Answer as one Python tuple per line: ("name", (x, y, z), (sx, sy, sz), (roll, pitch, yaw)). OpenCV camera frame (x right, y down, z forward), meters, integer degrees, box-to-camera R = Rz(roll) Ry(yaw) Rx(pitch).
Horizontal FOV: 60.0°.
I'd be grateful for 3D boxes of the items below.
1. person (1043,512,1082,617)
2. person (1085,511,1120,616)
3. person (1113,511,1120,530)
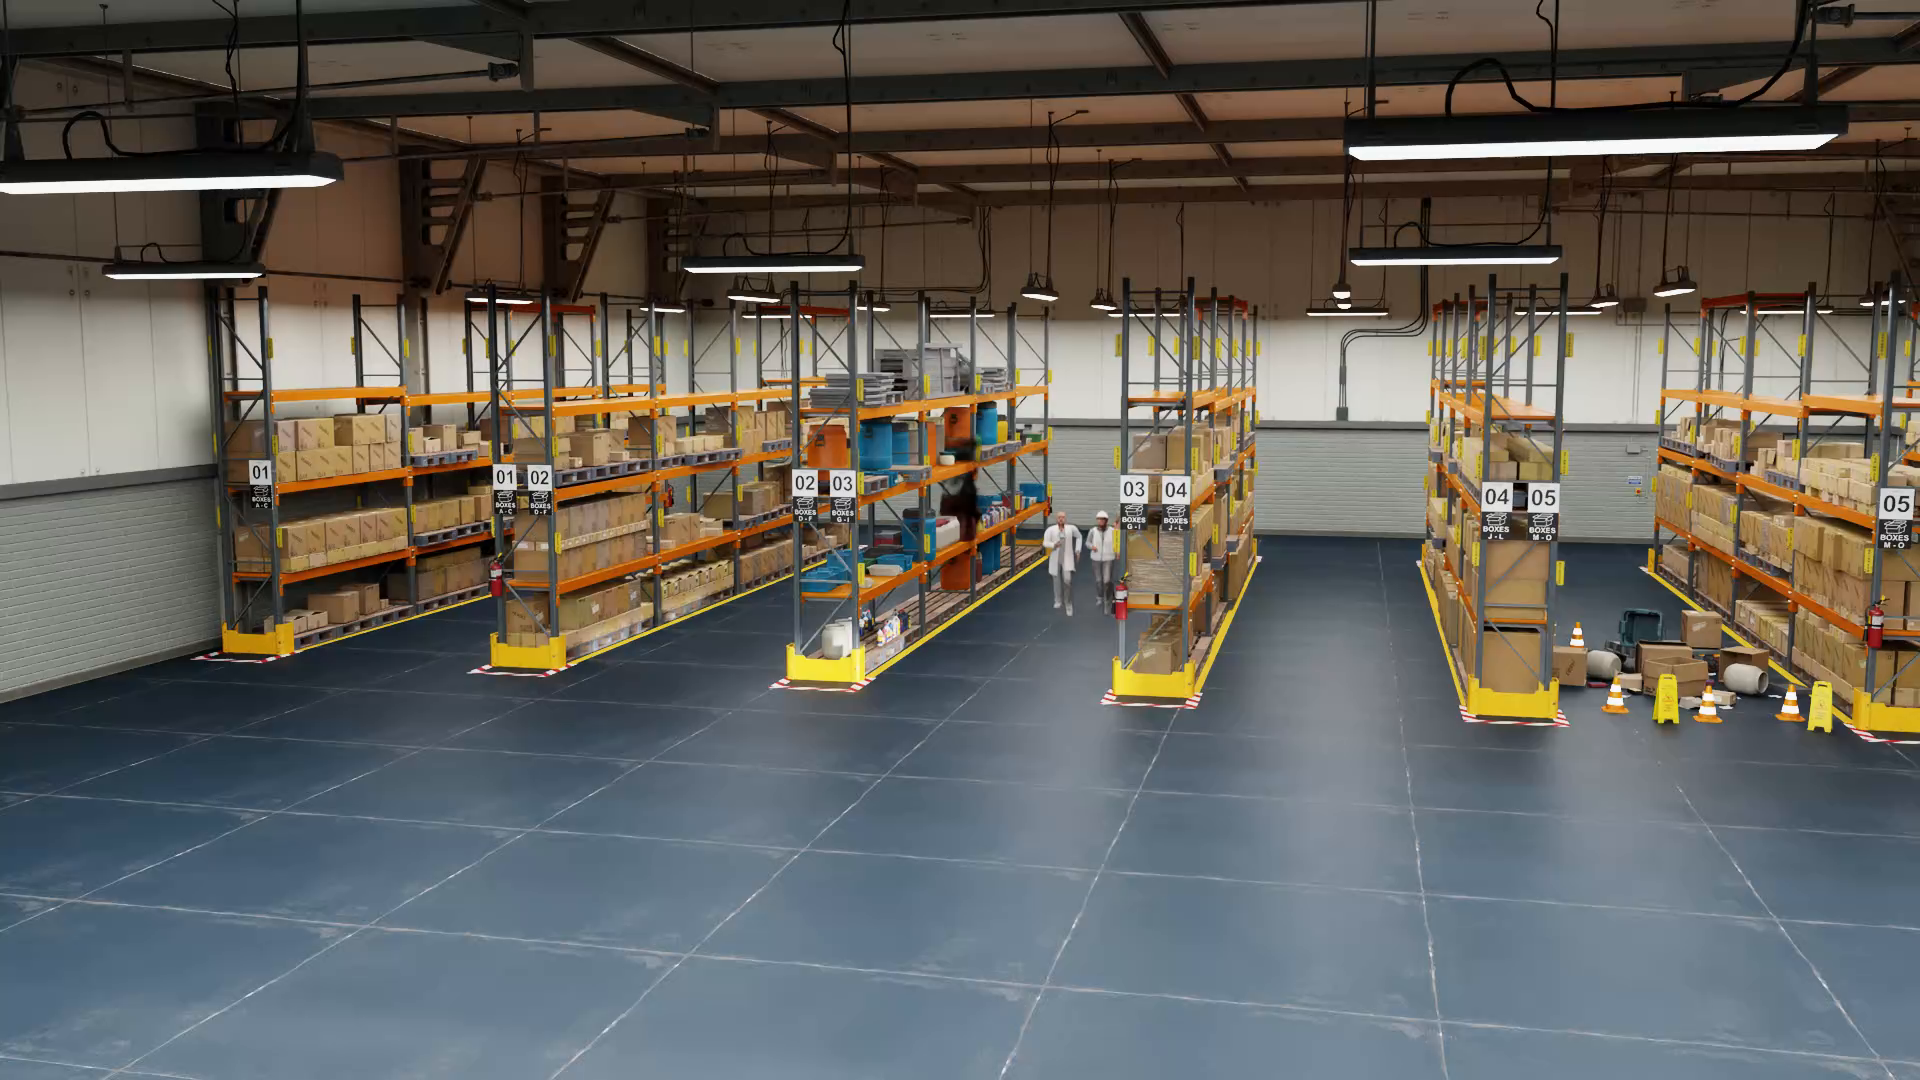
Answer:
("person", (1.834, 0.427, 29.868), (0.689, 1.877, 0.780), (1, 7, 6))
("person", (2.598, 0.417, 30.122), (0.671, 1.895, 0.725), (1, 7, 13))
("person", (3.366, 0.016, 33.279), (0.667, 1.785, 0.685), (2, 7, 15))
